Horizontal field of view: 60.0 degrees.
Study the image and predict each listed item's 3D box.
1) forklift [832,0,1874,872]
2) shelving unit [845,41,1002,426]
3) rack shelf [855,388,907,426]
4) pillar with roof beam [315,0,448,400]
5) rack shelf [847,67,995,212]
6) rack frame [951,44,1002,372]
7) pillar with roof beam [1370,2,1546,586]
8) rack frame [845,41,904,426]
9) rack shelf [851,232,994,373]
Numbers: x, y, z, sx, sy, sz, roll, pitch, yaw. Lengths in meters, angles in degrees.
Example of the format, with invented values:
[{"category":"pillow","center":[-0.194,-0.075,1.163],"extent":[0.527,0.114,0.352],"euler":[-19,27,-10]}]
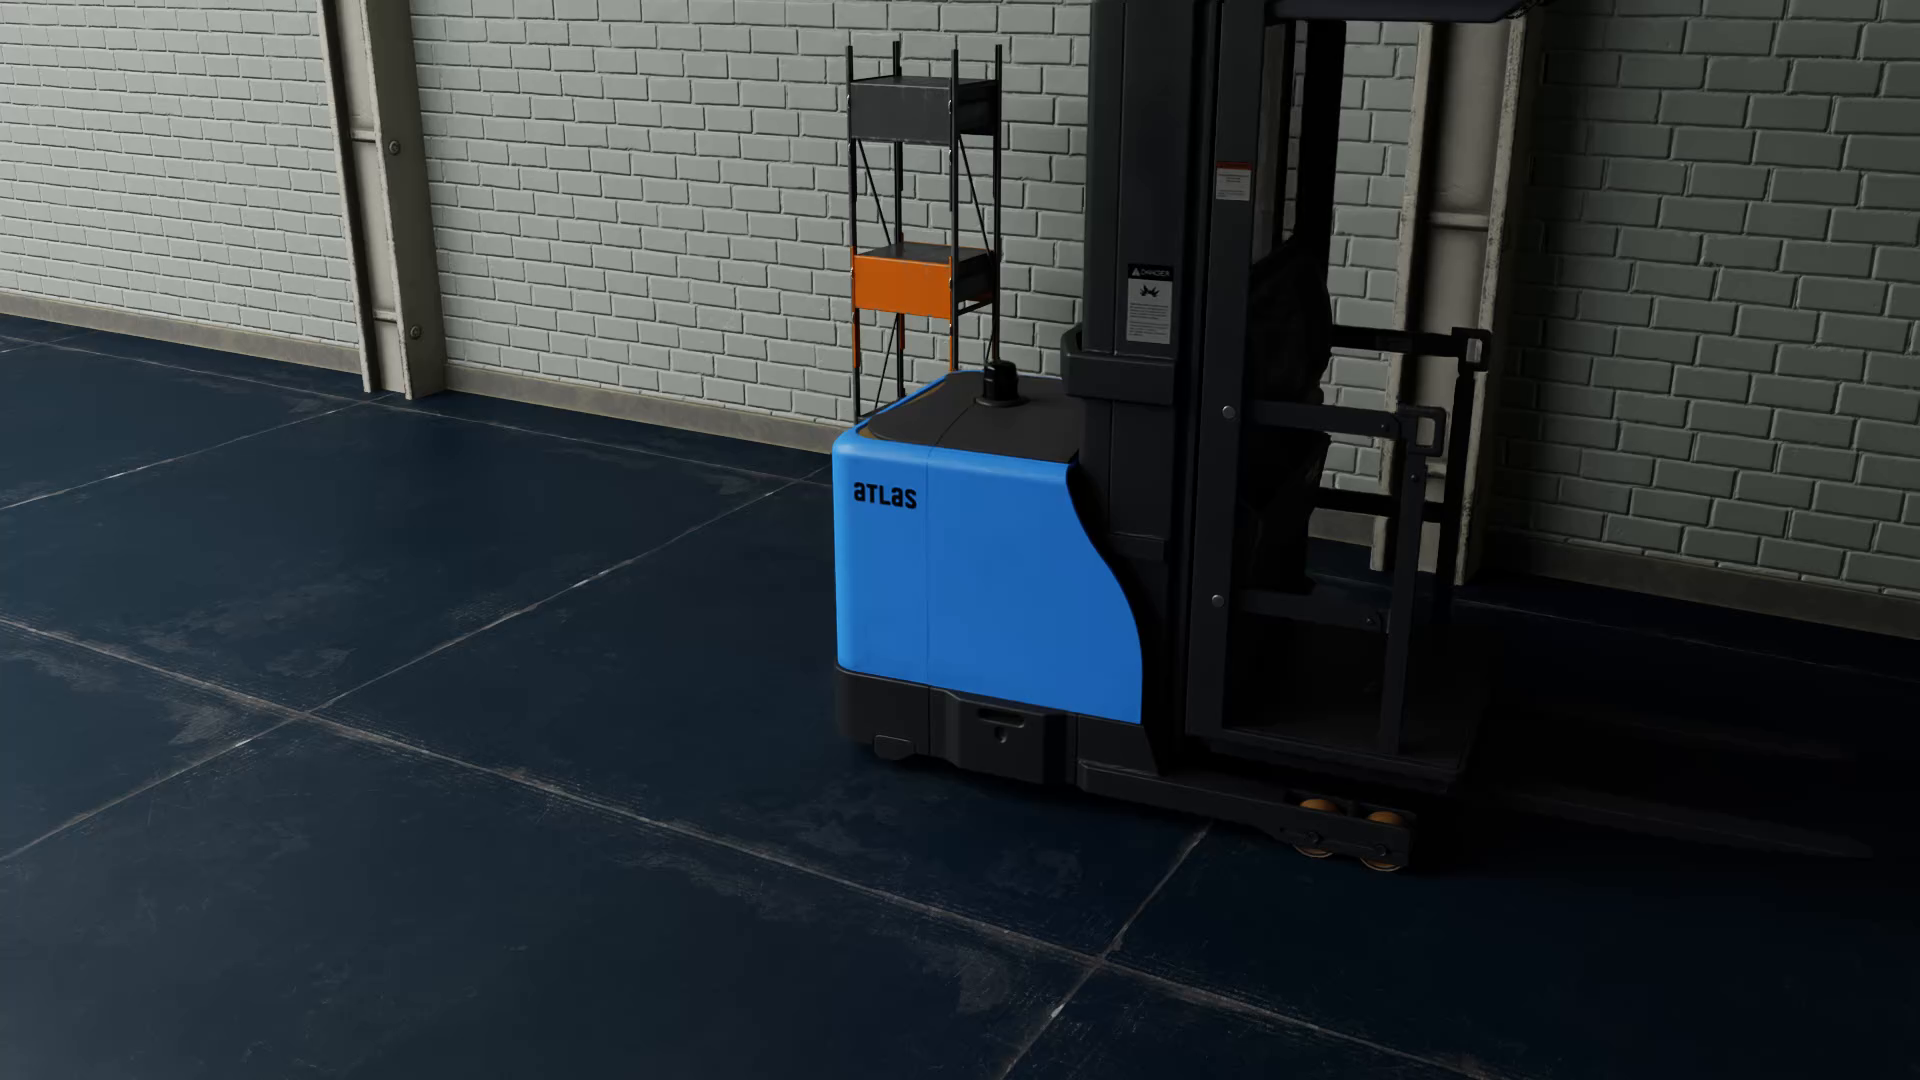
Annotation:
[{"category":"forklift","center":[1.155,-0.636,4.820],"extent":[3.031,2.935,1.130],"euler":[8,22,22]},{"category":"shelving unit","center":[-0.145,-1.015,7.083],"extent":[0.503,2.100,0.431],"euler":[11,23,27]},{"category":"rack shelf","center":[-0.144,-0.344,7.326],"extent":[0.480,0.518,0.431],"euler":[11,23,27]},{"category":"pillar with roof beam","center":[-5.359,-3.836,4.745],"extent":[0.400,9.000,9.100],"euler":[11,23,27]},{"category":"rack shelf","center":[-0.145,-1.660,6.849],"extent":[0.480,0.518,0.431],"euler":[11,23,27]},{"category":"rack frame","center":[0.069,-0.974,6.971],"extent":[0.015,2.100,0.400],"euler":[11,23,27]},{"category":"pillar with roof beam","center":[-0.121,-2.839,1.994],"extent":[0.400,9.000,9.100],"euler":[11,23,27]},{"category":"rack frame","center":[-0.358,-1.055,7.195],"extent":[0.015,2.100,0.400],"euler":[11,23,27]},{"category":"rack shelf","center":[-0.145,-1.002,7.088],"extent":[0.480,0.518,0.431],"euler":[11,23,27]}]
